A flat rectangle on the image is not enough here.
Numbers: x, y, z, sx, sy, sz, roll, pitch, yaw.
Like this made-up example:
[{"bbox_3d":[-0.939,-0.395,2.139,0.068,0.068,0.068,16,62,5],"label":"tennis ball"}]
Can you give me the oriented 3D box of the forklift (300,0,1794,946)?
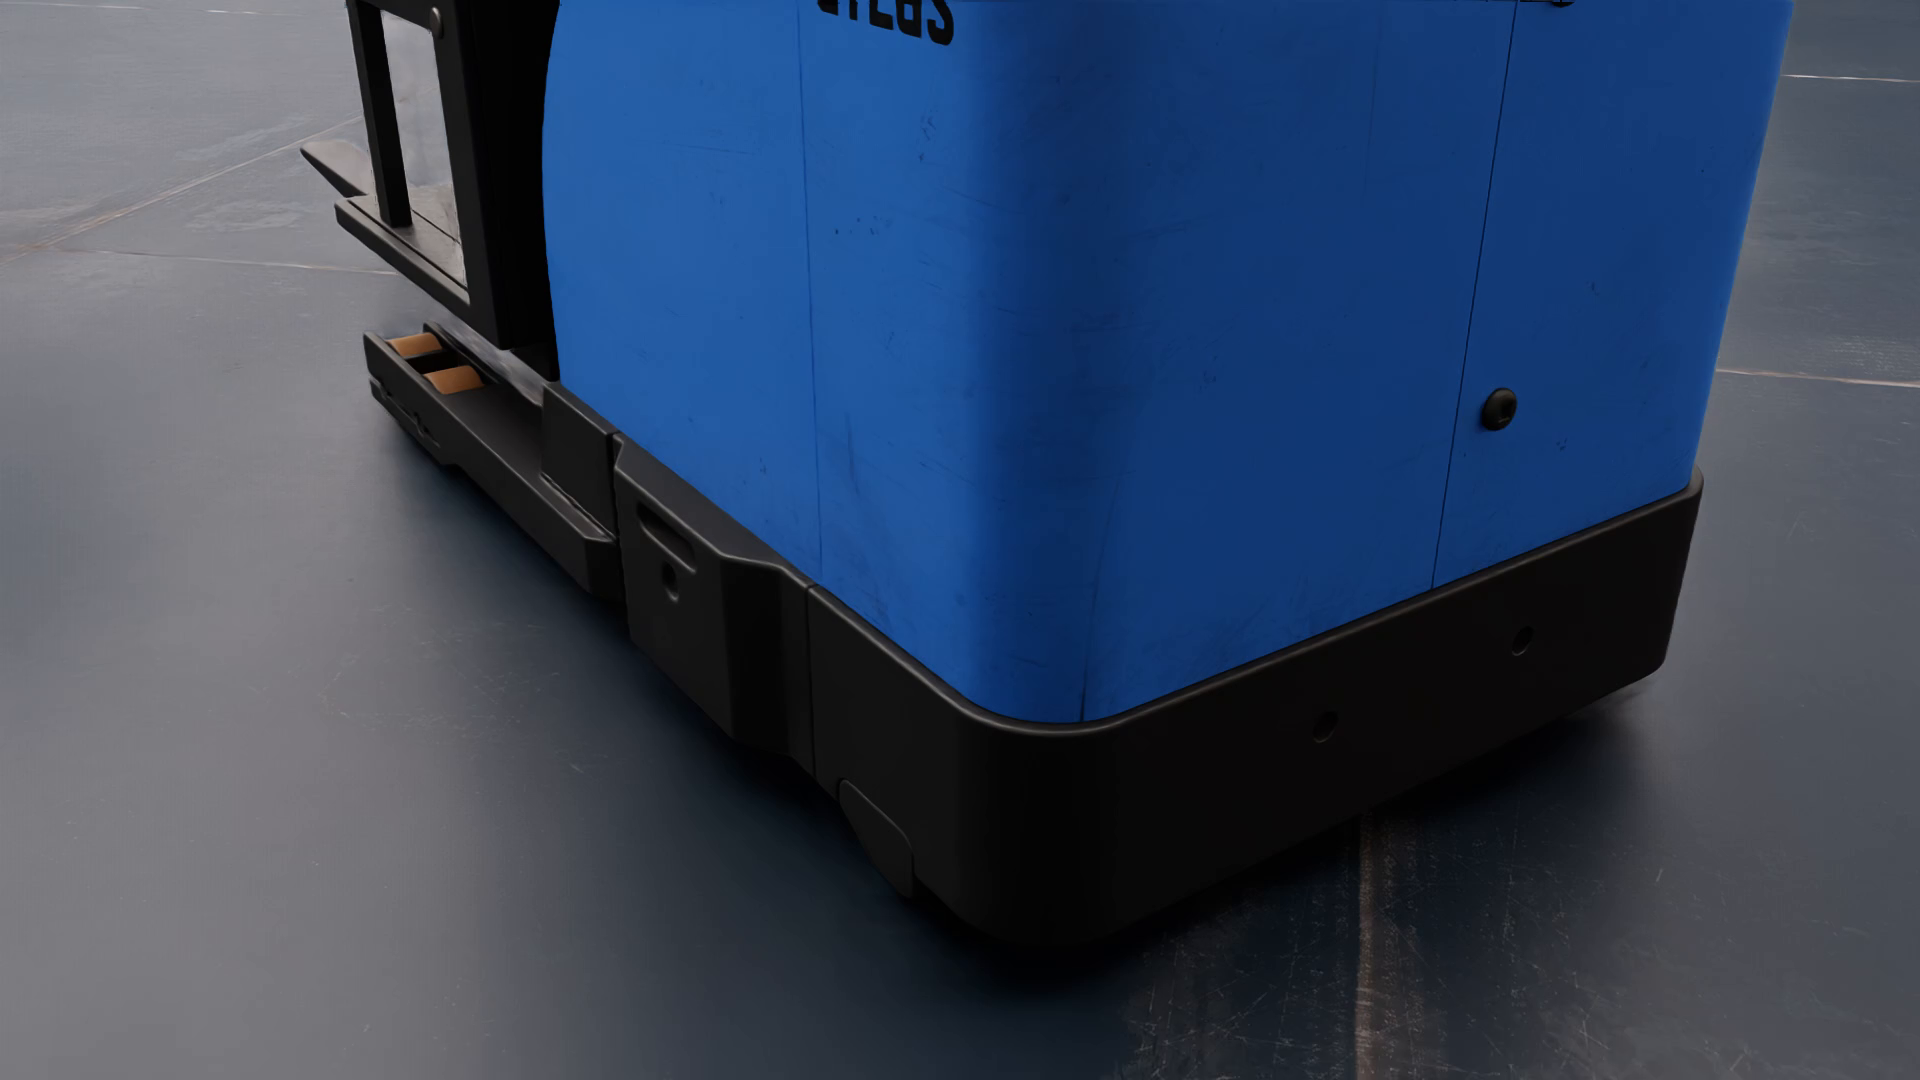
[{"bbox_3d":[-0.367,-1.536,2.291,1.130,2.935,3.031,-17,31,-30],"label":"forklift"}]
